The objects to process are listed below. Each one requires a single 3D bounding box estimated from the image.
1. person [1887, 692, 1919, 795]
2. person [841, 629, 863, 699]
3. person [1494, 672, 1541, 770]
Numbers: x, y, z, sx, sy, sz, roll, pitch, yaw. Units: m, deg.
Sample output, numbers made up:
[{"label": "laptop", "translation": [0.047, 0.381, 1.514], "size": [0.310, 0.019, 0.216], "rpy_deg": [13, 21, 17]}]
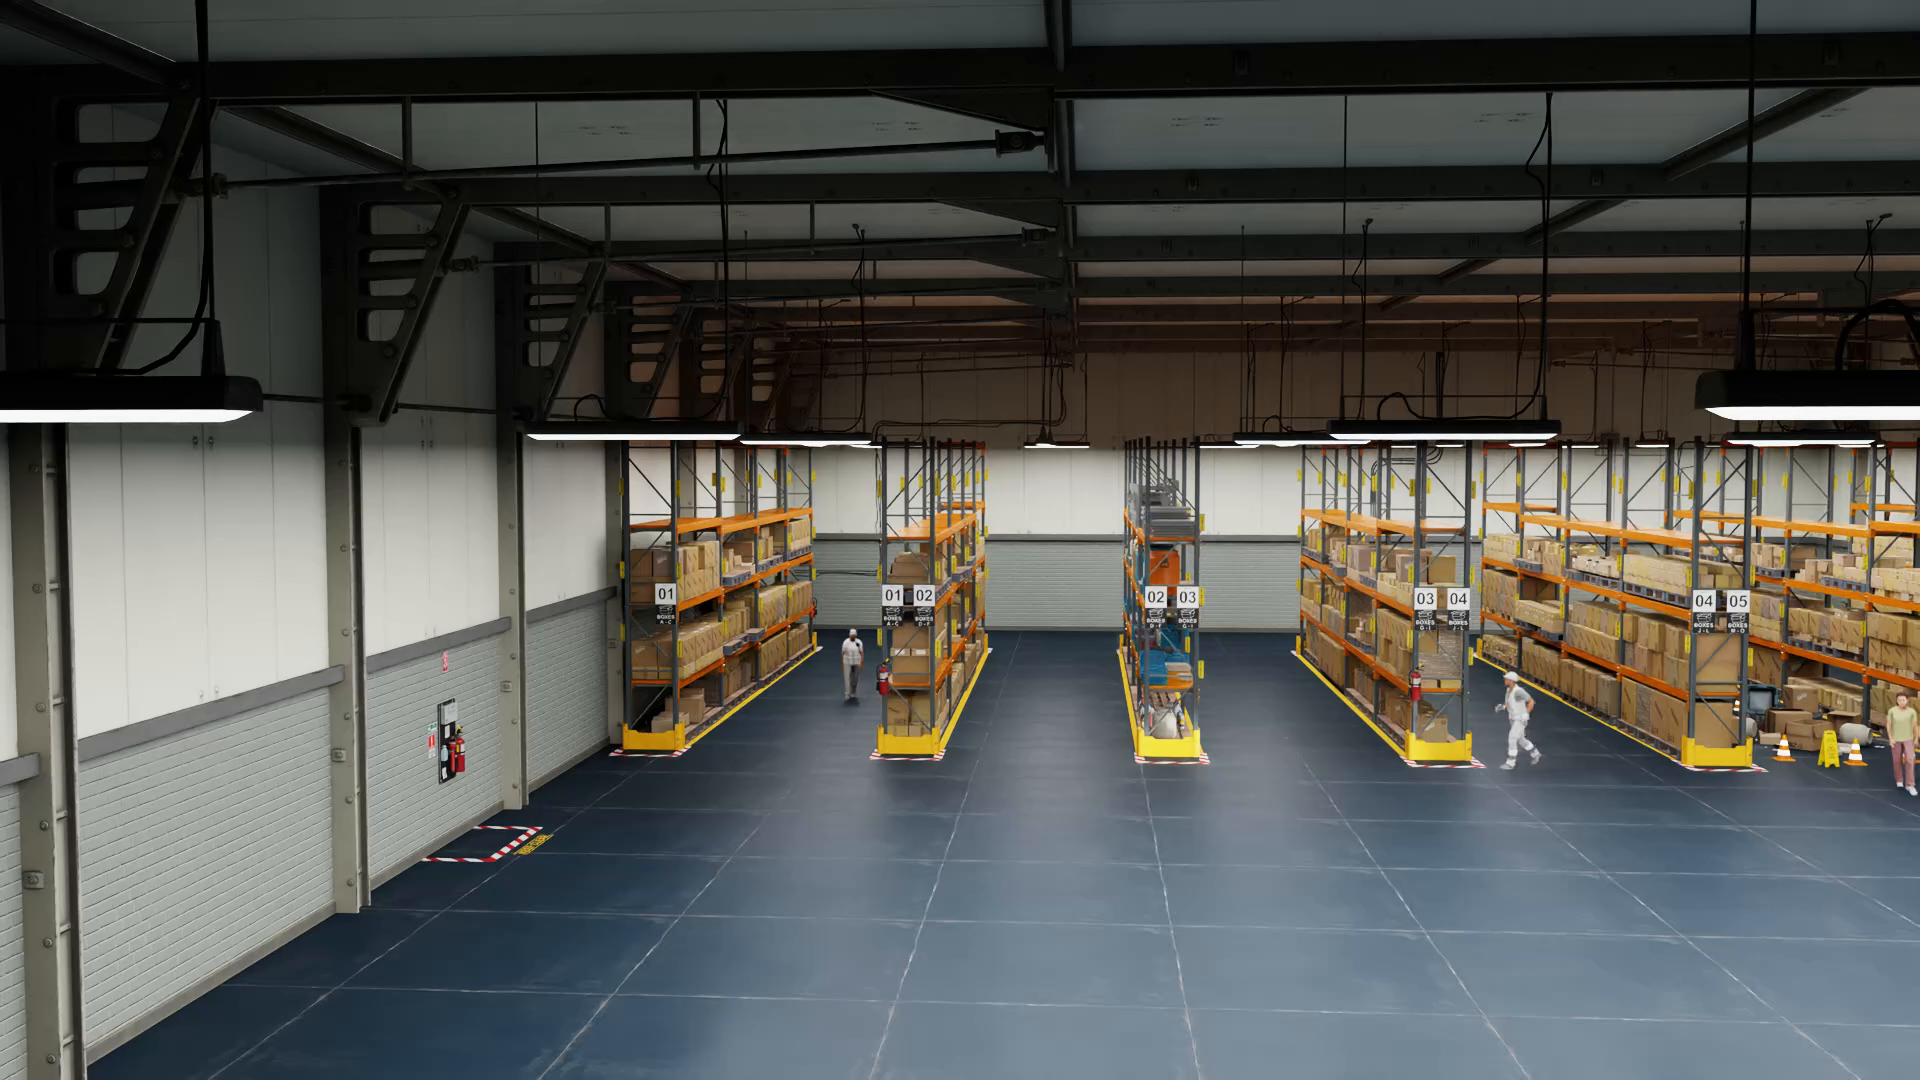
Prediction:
[{"label": "person", "translation": [15.878, 3.384, 28.003], "size": [0.505, 1.650, 0.829], "rpy_deg": [2, 4, 33]}, {"label": "person", "translation": [-2.477, 2.851, 38.238], "size": [0.530, 1.604, 0.972], "rpy_deg": [-1, 3, -15]}, {"label": "person", "translation": [10.111, 3.239, 29.930], "size": [0.946, 1.749, 0.679], "rpy_deg": [-1, 3, -18]}]
